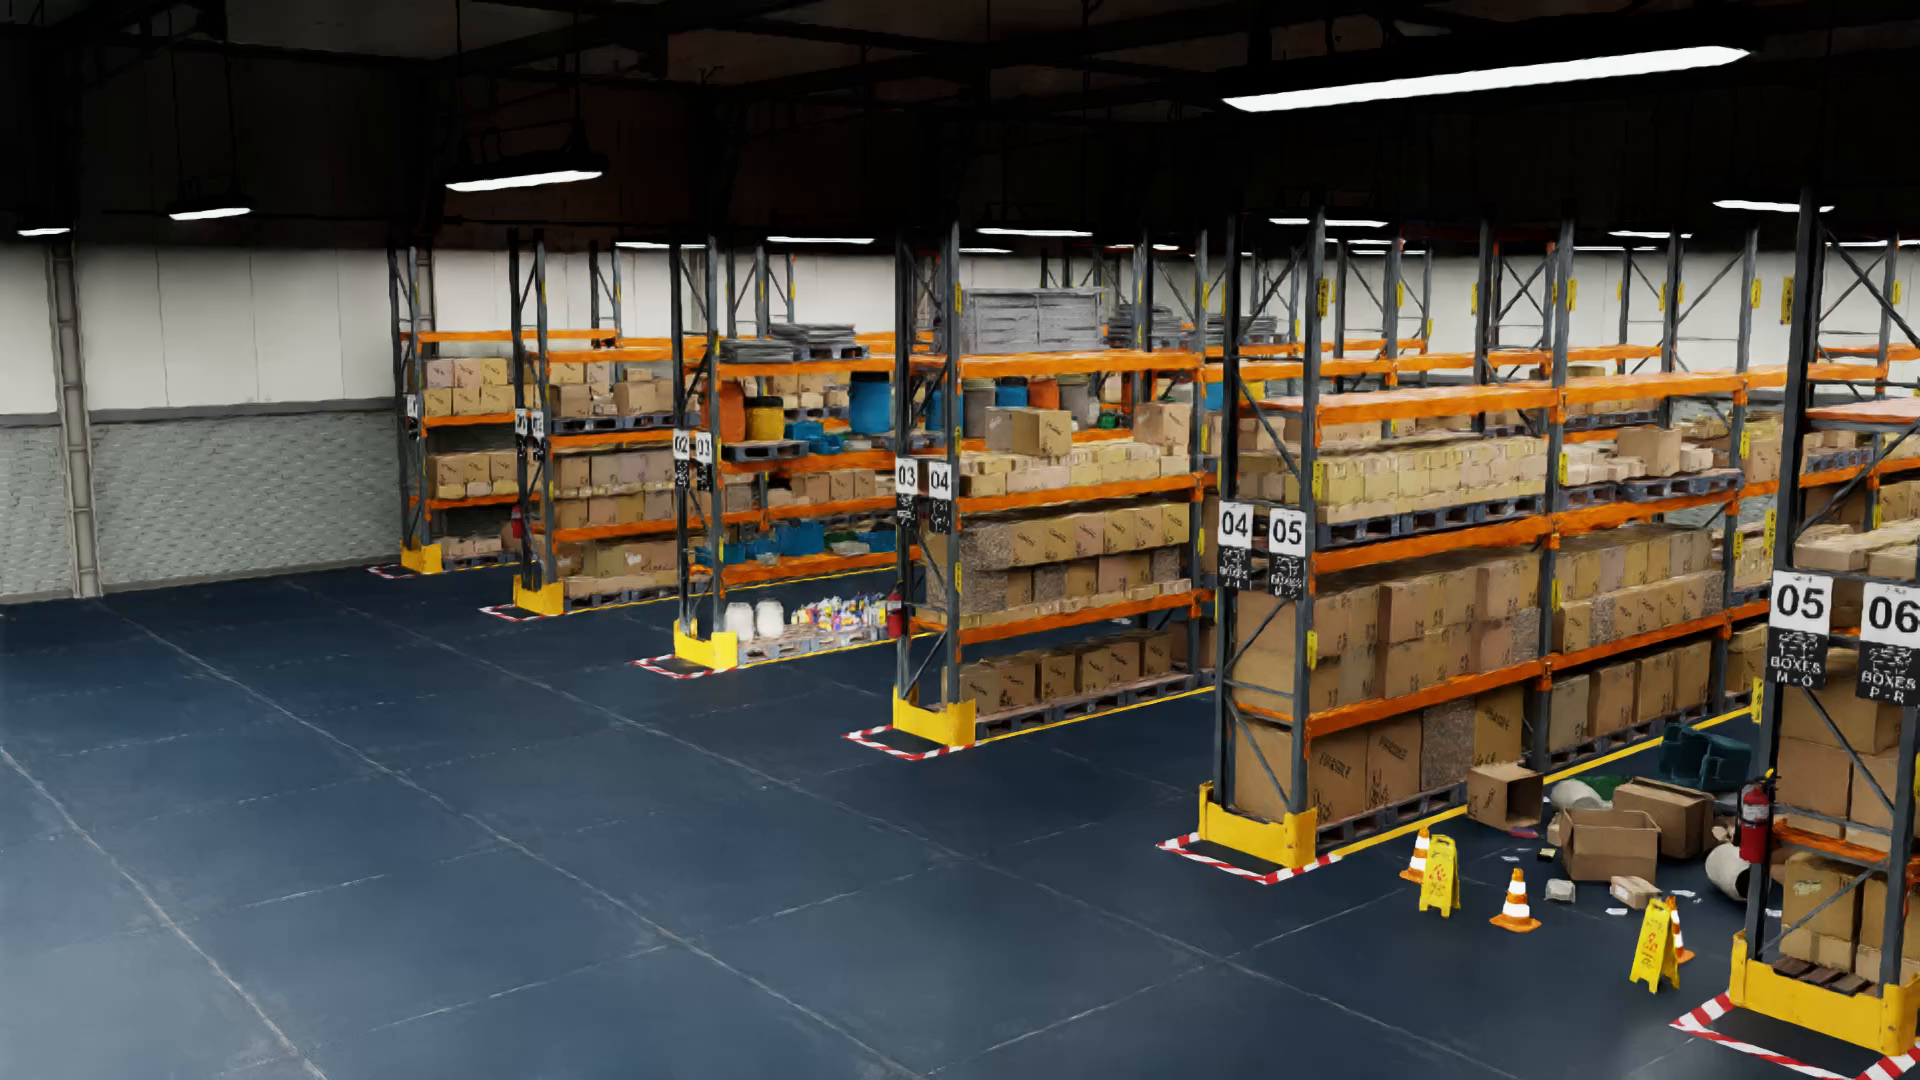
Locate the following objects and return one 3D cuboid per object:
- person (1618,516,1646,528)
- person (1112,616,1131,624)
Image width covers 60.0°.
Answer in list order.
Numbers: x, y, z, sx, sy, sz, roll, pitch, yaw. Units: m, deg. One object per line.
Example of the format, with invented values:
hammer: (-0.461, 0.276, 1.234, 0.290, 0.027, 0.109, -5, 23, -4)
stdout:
person: (10.425, 0.314, 25.920, 0.588, 1.759, 0.494, -2, 9, -10)
person: (2.430, 0.465, 25.329, 0.497, 1.659, 0.522, 4, 10, 24)
